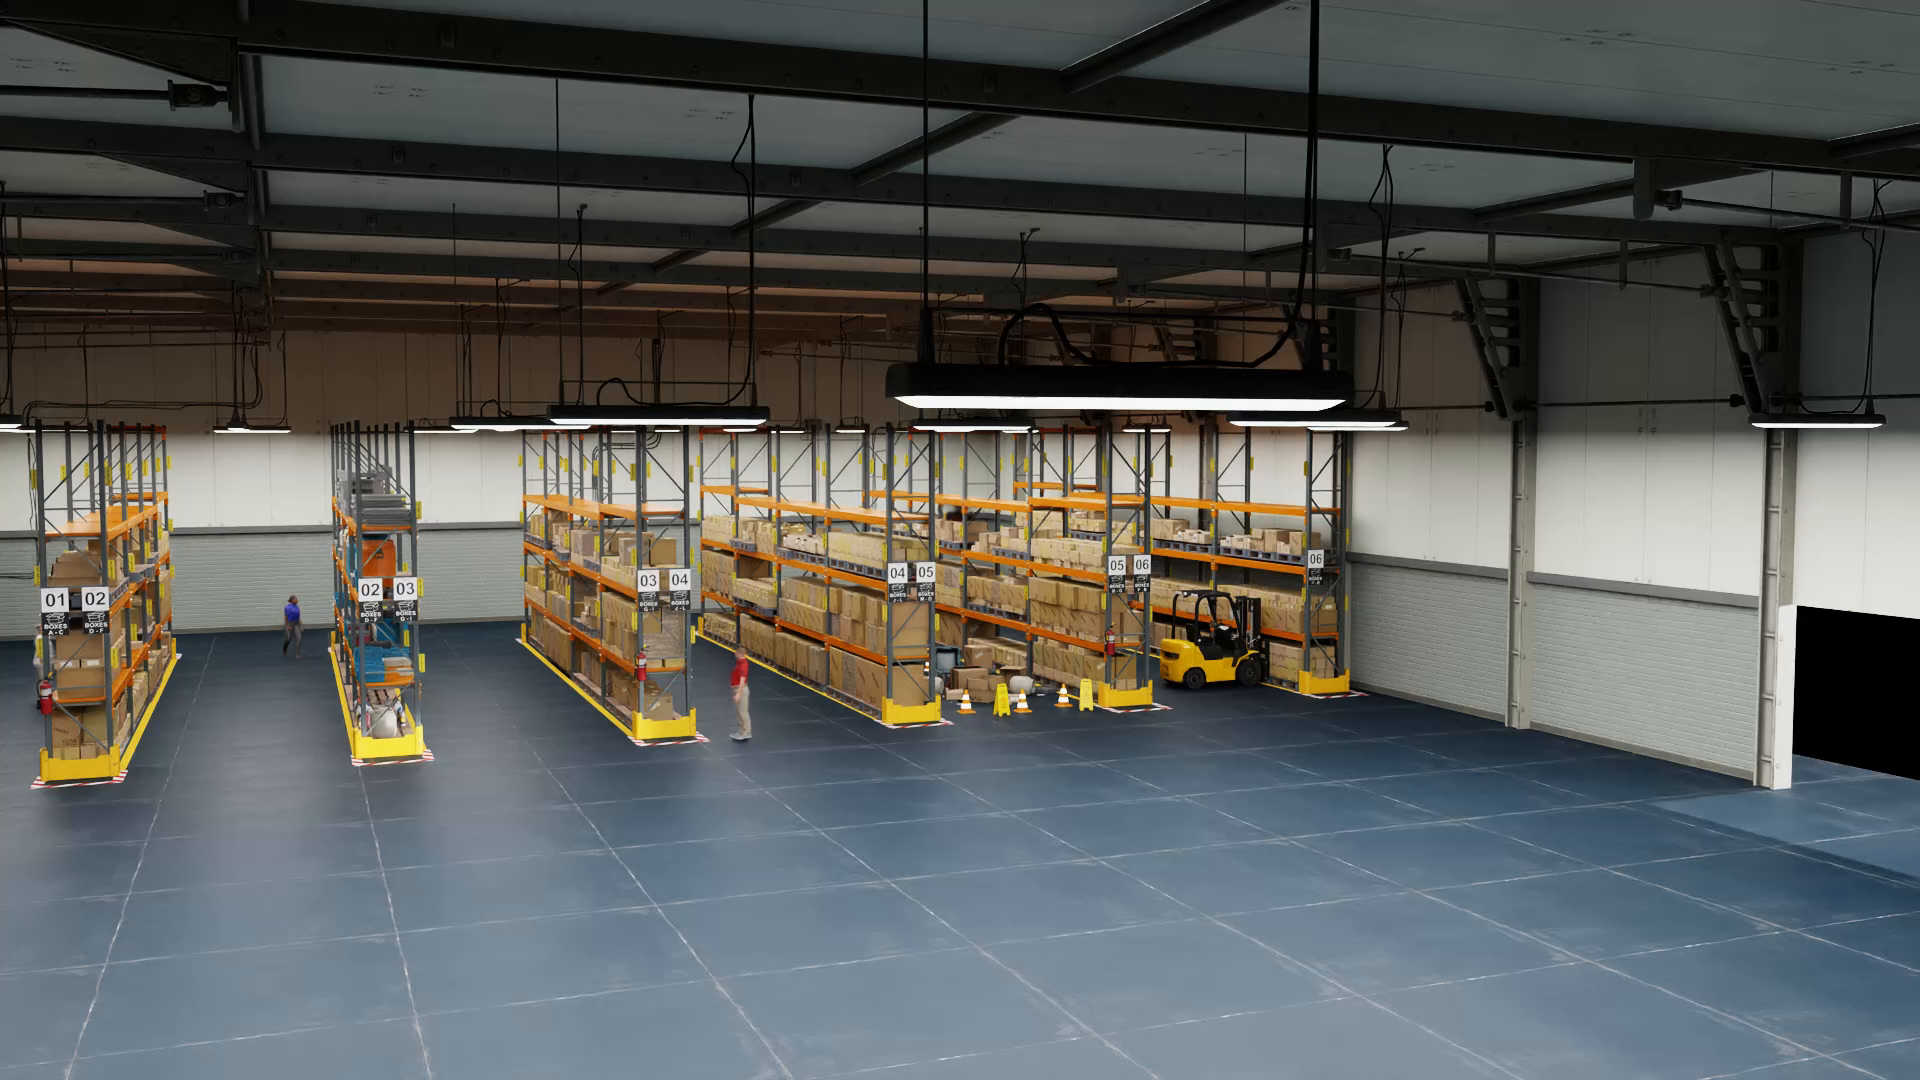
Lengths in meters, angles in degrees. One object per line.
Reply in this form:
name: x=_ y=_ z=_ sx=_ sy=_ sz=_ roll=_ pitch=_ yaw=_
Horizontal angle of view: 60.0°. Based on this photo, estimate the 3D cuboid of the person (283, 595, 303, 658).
person: x=-17.243 y=2.245 z=42.992 sx=0.592 sy=1.621 sz=0.527 roll=3 pitch=5 yaw=38

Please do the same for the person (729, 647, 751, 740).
person: x=-4.160 y=2.895 z=31.426 sx=0.405 sy=1.730 sz=0.611 roll=-1 pitch=4 yaw=-17

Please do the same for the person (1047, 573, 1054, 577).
person: x=2.435 y=1.769 z=45.515 sx=0.392 sy=1.702 sz=0.549 roll=0 pitch=4 yaw=6

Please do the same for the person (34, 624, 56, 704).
person: x=-19.394 y=2.631 z=35.272 sx=0.426 sy=1.774 sz=0.542 roll=-3 pitch=4 yaw=-36
